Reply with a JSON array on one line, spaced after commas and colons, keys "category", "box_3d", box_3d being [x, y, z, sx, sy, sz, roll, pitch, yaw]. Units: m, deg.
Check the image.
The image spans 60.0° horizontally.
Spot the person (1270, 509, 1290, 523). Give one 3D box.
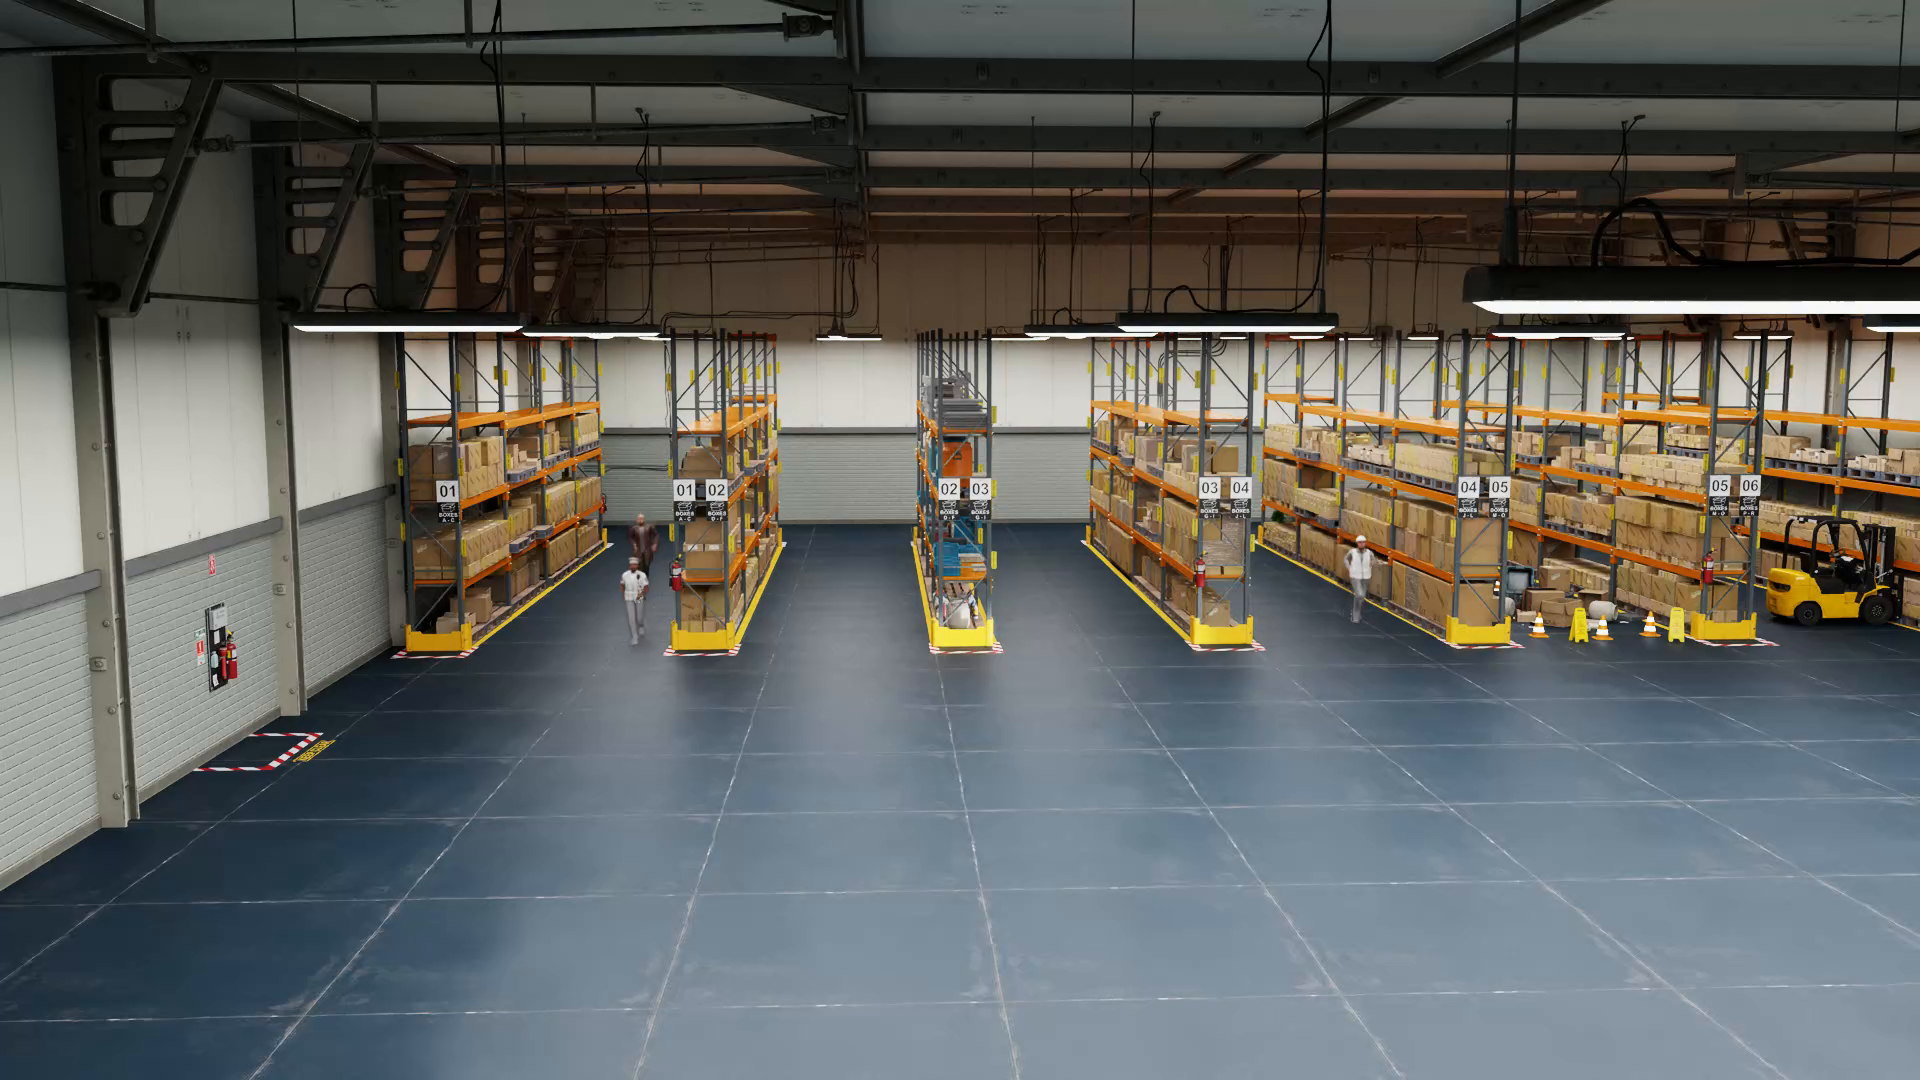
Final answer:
[{"category": "person", "box_3d": [9.490, -0.925, 49.186, 0.910, 1.709, 0.709, 2, 7, 17]}]

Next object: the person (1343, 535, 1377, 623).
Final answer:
[{"category": "person", "box_3d": [8.298, 0.813, 34.399, 0.625, 1.838, 0.763, 0, 7, -4]}]

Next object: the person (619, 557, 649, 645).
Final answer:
[{"category": "person", "box_3d": [-6.247, 1.141, 31.836, 0.559, 1.659, 0.737, 0, 7, -4]}]

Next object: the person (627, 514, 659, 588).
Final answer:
[{"category": "person", "box_3d": [-7.427, 0.371, 38.954, 0.722, 1.532, 0.667, -1, 7, -5]}]
